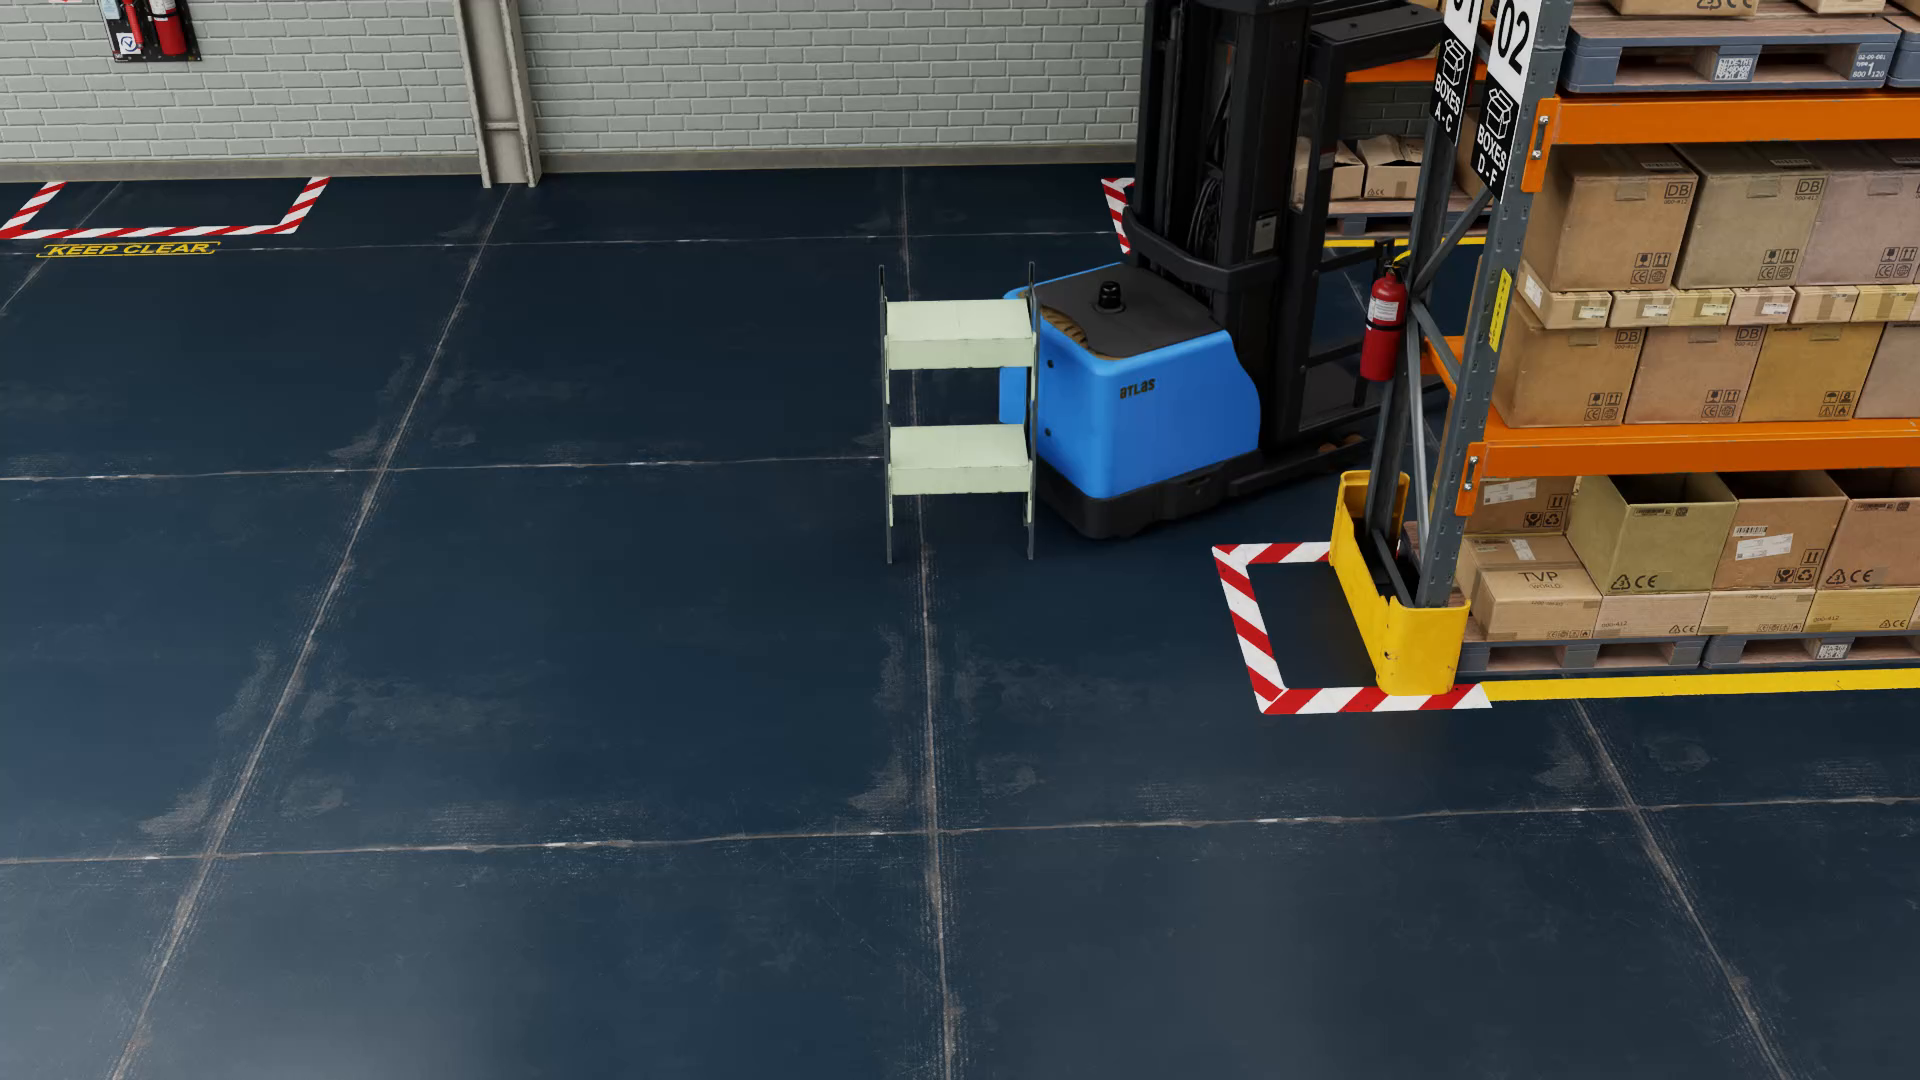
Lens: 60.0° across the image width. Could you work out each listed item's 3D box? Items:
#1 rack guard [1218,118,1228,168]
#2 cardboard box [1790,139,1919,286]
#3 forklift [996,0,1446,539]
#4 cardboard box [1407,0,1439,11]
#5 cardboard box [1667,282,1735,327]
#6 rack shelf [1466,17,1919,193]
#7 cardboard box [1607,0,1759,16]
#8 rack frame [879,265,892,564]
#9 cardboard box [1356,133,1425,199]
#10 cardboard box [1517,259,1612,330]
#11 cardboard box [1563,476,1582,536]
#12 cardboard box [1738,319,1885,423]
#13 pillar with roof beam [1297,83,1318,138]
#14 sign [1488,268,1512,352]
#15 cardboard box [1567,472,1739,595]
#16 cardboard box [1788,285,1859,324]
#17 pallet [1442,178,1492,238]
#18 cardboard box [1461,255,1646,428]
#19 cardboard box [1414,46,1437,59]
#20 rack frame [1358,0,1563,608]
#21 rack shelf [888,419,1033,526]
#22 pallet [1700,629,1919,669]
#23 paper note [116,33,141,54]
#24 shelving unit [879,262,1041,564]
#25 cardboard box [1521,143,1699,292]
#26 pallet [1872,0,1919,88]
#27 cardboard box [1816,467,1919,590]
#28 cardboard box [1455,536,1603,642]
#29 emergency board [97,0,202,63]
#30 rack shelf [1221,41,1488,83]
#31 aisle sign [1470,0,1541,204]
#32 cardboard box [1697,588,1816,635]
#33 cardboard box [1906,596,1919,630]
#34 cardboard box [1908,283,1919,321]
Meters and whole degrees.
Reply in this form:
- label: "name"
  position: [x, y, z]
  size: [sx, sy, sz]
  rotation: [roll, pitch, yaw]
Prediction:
- label: "rack guard"
  position: [1.973, -2.633, 12.152]
  size: [0.348, 0.500, 1.175]
  rotation: [-2, 35, -2]
- label: "cardboard box"
  position: [3.684, -1.456, 7.026]
  size: [0.500, 0.500, 0.700]
  rotation: [-1, 35, -2]
- label: "forklift"
  position: [1.735, -1.820, 8.840]
  size: [3.031, 2.935, 1.130]
  rotation: [-18, 39, -24]
- label: "cardboard box"
  position: [2.882, -3.764, 11.044]
  size: [0.500, 0.500, 0.500]
  rotation: [-1, 35, -2]
- label: "cardboard box"
  position: [3.050, -1.054, 7.015]
  size: [0.250, 0.149, 0.380]
  rotation: [-1, 35, -2]
- label: "rack shelf"
  position: [4.133, -1.835, 6.798]
  size: [4.000, 0.370, 1.077]
  rotation: [-2, 35, -2]
- label: "cardboard box"
  position: [2.710, -2.363, 6.346]
  size: [0.637, 0.503, 0.797]
  rotation: [1, 35, 1]
- label: "rack frame"
  position: [-0.372, -0.607, 8.345]
  size: [0.023, 1.500, 0.400]
  rotation: [-2, 35, -2]
- label: "cardboard box"
  position: [3.162, -2.717, 12.053]
  size: [0.500, 0.311, 0.500]
  rotation: [1, 35, 2]
- label: "cardboard box"
  position: [2.538, -1.039, 6.994]
  size: [0.250, 0.149, 0.380]
  rotation: [-2, 35, -3]
- label: "cardboard box"
  position: [3.156, -0.088, 8.325]
  size: [0.500, 0.250, 0.500]
  rotation: [-2, 35, -2]
- label: "cardboard box"
  position: [3.623, -0.917, 7.387]
  size: [0.500, 0.500, 0.700]
  rotation: [-1, 35, -2]
- label: "pillar with roof beam"
  position: [2.759, -4.189, 6.932]
  size: [0.400, 9.000, 9.100]
  rotation: [-2, 35, -2]
- label: "sign"
  position: [2.156, -0.916, 6.644]
  size: [0.005, 0.325, 0.100]
  rotation: [-2, 35, -2]
- label: "cardboard box"
  position: [3.181, -0.096, 7.678]
  size: [0.500, 0.500, 0.500]
  rotation: [-2, 35, -2]
- label: "cardboard box"
  position: [3.569, -1.068, 7.036]
  size: [0.250, 0.149, 0.380]
  rotation: [-3, 35, -4]
- label: "pallet"
  position: [4.002, -2.547, 12.282]
  size: [1.213, 0.211, 1.003]
  rotation: [-2, 35, -2]
- label: "cardboard box"
  position: [2.602, -0.890, 7.348]
  size: [0.500, 0.500, 0.700]
  rotation: [-2, 35, -2]
- label: "cardboard box"
  position: [2.918, -3.460, 11.265]
  size: [0.500, 0.250, 0.500]
  rotation: [-3, 35, -4]
- label: "rack frame"
  position: [2.135, -0.843, 7.369]
  size: [0.127, 3.000, 1.000]
  rotation: [-2, 35, -2]
- label: "rack shelf"
  position: [-0.007, -0.348, 8.545]
  size: [0.720, 0.370, 0.431]
  rotation: [-2, 35, -2]
- label: "pallet"
  position: [4.113, 0.228, 8.272]
  size: [1.213, 0.211, 1.003]
  rotation: [-2, 35, -2]
- label: "paper note"
  position: [-6.088, -3.635, 12.177]
  size: [0.142, 0.148, 0.016]
  rotation: [-2, 35, -2]
- label: "shelving unit"
  position: [-0.007, -0.617, 8.359]
  size: [0.755, 1.500, 0.431]
  rotation: [-2, 35, -2]
- label: "cardboard box"
  position: [2.655, -1.425, 6.981]
  size: [0.500, 0.500, 0.700]
  rotation: [-1, 35, -2]
- label: "pallet"
  position: [4.064, -2.079, 6.597]
  size: [1.213, 0.211, 1.003]
  rotation: [-2, 35, -2]
- label: "cardboard box"
  position: [4.180, -0.121, 7.713]
  size: [0.500, 0.500, 0.500]
  rotation: [-2, 35, -2]
- label: "cardboard box"
  position: [2.682, 0.227, 7.870]
  size: [0.500, 0.250, 0.500]
  rotation: [-2, 35, -2]
- label: "emergency board"
  position: [-5.908, -3.963, 11.877]
  size: [0.643, 1.169, 0.194]
  rotation: [-2, 35, -2]
- label: "rack shelf"
  position: [3.895, -3.417, 11.720]
  size: [4.000, 0.370, 1.077]
  rotation: [-2, 35, -2]
- label: "aisle sign"
  position: [2.084, -1.736, 6.375]
  size: [0.004, 0.787, 0.394]
  rotation: [-2, 35, -2]
- label: "cardboard box"
  position: [3.680, 0.198, 7.912]
  size: [0.500, 0.250, 0.500]
  rotation: [-2, 35, -2]
- label: "cardboard box"
  position: [4.679, 0.173, 7.947]
  size: [0.500, 0.250, 0.500]
  rotation: [-2, 35, -2]
- label: "cardboard box"
  position: [4.073, -1.080, 7.054]
  size: [0.250, 0.149, 0.380]
  rotation: [-1, 35, -2]
